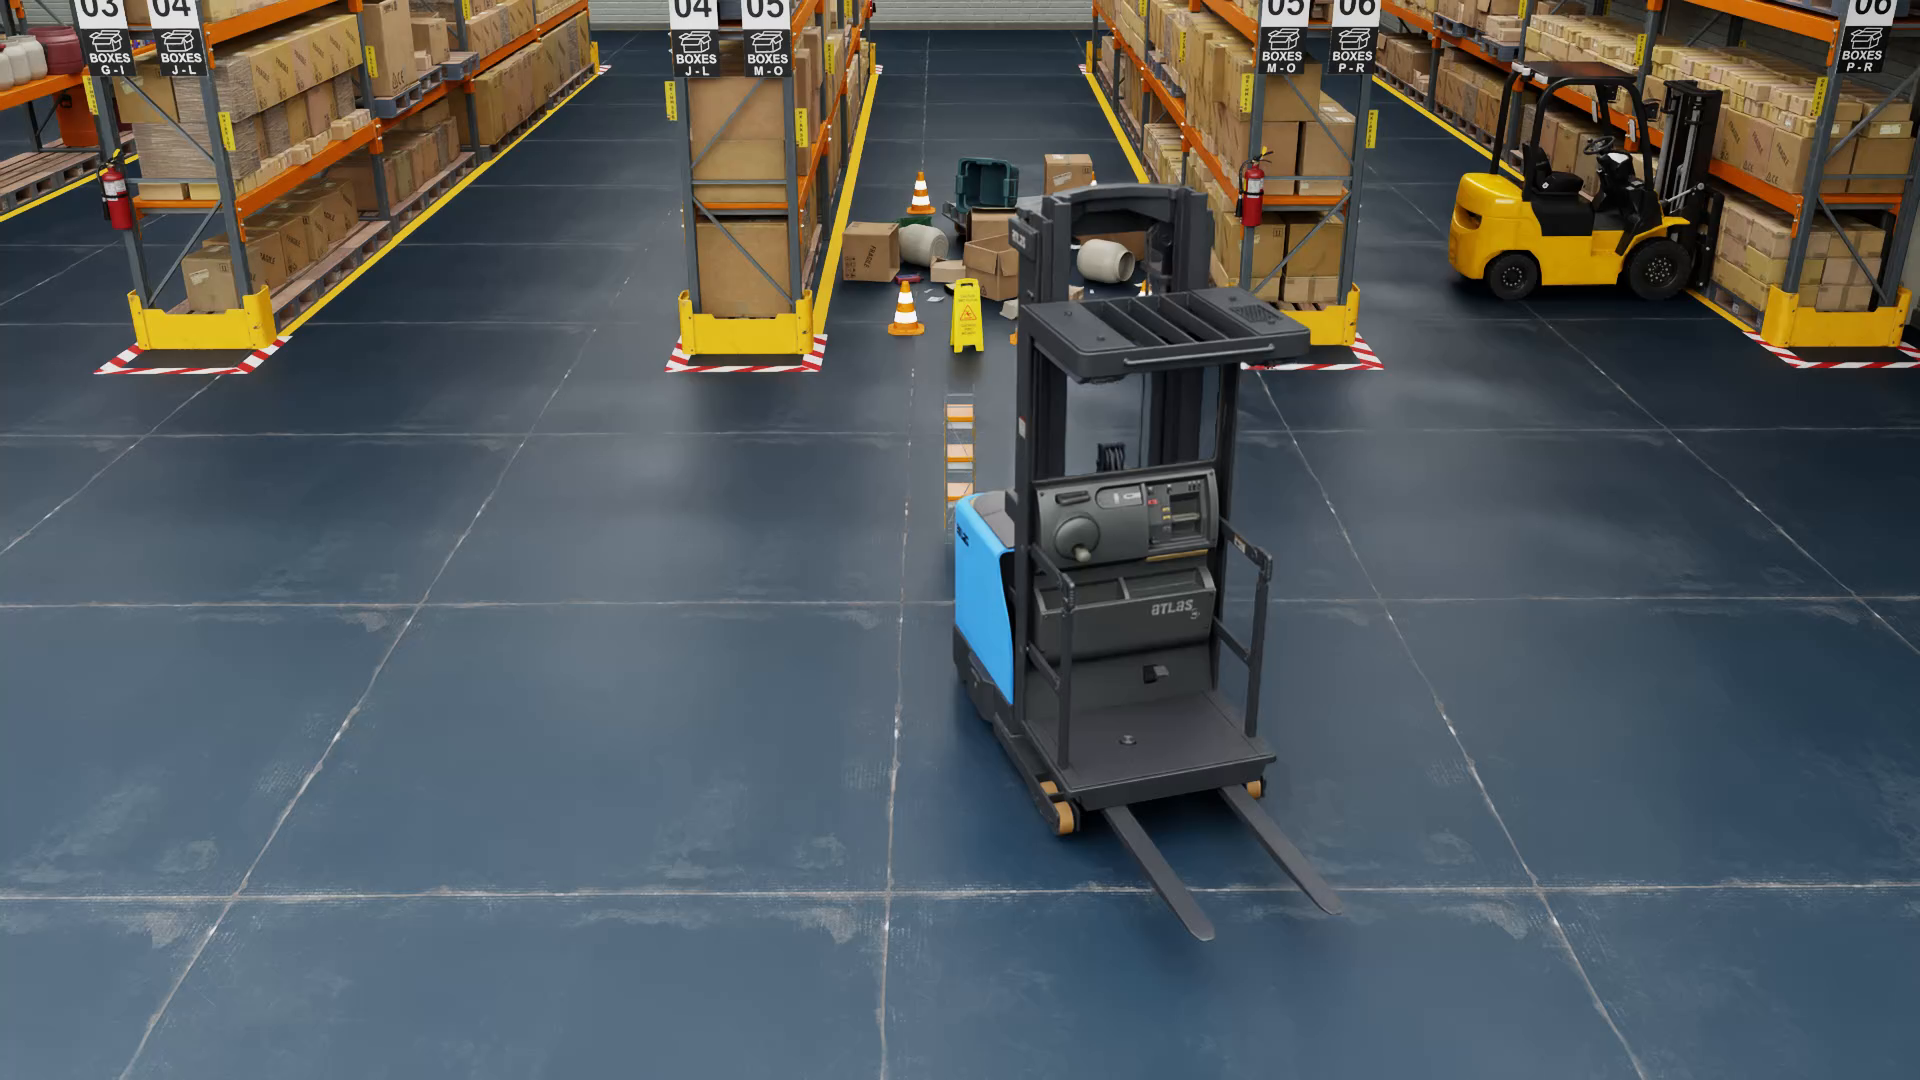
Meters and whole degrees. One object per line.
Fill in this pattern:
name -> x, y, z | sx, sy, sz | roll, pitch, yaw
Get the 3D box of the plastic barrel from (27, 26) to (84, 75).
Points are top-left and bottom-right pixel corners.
plastic barrel -> -11.612, -6.281, 21.332 | 0.600, 0.536, 0.708 | 0, 24, -1

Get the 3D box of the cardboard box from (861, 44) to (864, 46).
cardboard box -> -1.820, -8.338, 28.273 | 0.380, 0.149, 0.250 | -1, 24, -3

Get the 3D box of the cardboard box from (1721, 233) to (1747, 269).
cardboard box -> 7.680, -2.775, 15.966 | 0.500, 0.250, 0.500 | 0, 24, -1

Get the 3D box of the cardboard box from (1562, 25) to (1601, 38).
cardboard box -> 7.695, -6.281, 20.589 | 0.380, 0.149, 0.250 | 0, 24, 0

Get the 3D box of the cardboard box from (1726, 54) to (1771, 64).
cardboard box -> 8.233, -4.985, 17.363 | 0.380, 0.149, 0.250 | 0, 24, -1

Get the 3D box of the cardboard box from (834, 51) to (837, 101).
cardboard box -> -1.708, -5.441, 19.519 | 0.500, 0.500, 0.500 | 0, 24, -1

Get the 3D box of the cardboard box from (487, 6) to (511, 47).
cardboard box -> -6.721, -7.308, 23.646 | 0.500, 0.500, 0.500 | 0, 24, 0

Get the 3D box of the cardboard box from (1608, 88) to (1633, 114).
cardboard box -> 7.682, -4.989, 18.824 | 0.500, 0.250, 0.500 | 0, 24, 1

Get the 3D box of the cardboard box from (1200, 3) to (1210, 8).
cardboard box -> 3.242, -6.449, 20.877 | 0.500, 0.500, 0.500 | -1, 24, -1

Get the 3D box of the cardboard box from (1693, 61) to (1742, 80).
cardboard box -> 7.691, -4.769, 16.886 | 0.380, 0.149, 0.250 | -1, 24, -1

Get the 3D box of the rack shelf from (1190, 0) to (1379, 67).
rack shelf -> 3.008, -5.042, 15.992 | 1.077, 0.370, 4.000 | 0, 24, -1

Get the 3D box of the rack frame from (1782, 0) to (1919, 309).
rack frame -> 7.993, -3.203, 14.692 | 1.000, 3.000, 0.127 | 0, 24, -1

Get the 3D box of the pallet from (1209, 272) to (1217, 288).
pallet -> 3.045, -2.776, 17.132 | 1.003, 0.211, 1.213 | 0, 24, -1

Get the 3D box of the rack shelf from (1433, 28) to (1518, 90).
rack shelf -> 7.884, -6.996, 23.951 | 1.077, 0.370, 4.000 | 0, 24, -1

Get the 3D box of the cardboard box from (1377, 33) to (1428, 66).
cardboard box -> 7.730, -8.597, 29.139 | 0.797, 0.503, 0.637 | -1, 24, -3

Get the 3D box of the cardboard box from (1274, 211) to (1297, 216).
cardboard box -> 3.286, -3.018, 16.200 | 0.500, 0.500, 0.500 | -1, 24, -3

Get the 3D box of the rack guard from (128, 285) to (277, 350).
rack guard -> -6.881, -2.027, 15.125 | 1.175, 0.500, 0.348 | 0, 24, -1

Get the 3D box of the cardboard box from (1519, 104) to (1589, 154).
cardboard box -> 7.899, -5.352, 21.815 | 0.875, 0.625, 0.625 | 1, 24, 1

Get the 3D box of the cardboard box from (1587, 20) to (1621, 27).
cardboard box -> 8.168, -6.493, 21.058 | 0.380, 0.149, 0.250 | 0, 24, -1

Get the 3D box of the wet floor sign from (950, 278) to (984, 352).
wet floor sign -> 0.061, -2.040, 14.976 | 0.267, 0.644, 0.232 | -4, 25, -10

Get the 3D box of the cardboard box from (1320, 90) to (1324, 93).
cardboard box -> 3.272, -4.190, 16.391 | 0.500, 0.500, 0.500 | -1, 24, -2

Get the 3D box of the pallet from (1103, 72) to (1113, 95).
pallet -> 2.952, -7.671, 27.955 | 1.003, 0.211, 1.213 | 0, 24, -1

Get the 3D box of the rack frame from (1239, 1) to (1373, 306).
rack frame -> 3.030, -3.179, 14.639 | 1.000, 3.000, 0.127 | 0, 24, -1

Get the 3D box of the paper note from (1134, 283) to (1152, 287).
paper note -> 1.874, -2.609, 16.980 | 0.142, 0.019, 0.148 | -9, 26, -19

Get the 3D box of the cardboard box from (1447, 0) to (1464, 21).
cardboard box -> 7.649, -7.971, 24.603 | 0.700, 0.500, 0.500 | 0, 24, 0

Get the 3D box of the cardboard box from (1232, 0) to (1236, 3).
cardboard box -> 2.760, -5.105, 15.562 | 0.380, 0.149, 0.250 | -1, 24, -2

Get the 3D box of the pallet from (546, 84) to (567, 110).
pallet -> -6.941, -7.122, 26.742 | 1.003, 0.211, 1.213 | 0, 24, -1

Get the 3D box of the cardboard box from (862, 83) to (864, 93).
cardboard box -> -1.735, -7.214, 26.509 | 0.380, 0.149, 0.250 | 0, 24, 1

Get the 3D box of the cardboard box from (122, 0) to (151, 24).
cardboard box -> -7.139, -4.631, 14.390 | 0.500, 0.250, 0.500 | 0, 24, 1

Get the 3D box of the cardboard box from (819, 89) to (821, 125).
cardboard box -> -1.947, -4.680, 17.775 | 0.875, 0.550, 0.550 | 0, 24, -1

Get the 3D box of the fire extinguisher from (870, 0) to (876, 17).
fire extinguisher -> -1.635, -9.609, 29.402 | 0.296, 0.674, 0.183 | 0, 24, -1

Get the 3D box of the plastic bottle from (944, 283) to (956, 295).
plastic bottle -> -0.078, -2.541, 16.793 | 0.133, 0.061, 0.283 | -9, 26, -19

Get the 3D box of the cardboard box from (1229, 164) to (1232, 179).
cardboard box -> 2.717, -3.427, 15.493 | 0.380, 0.149, 0.250 | -1, 24, -1

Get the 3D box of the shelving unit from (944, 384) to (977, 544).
shelving unit -> -0.001, -0.500, 11.082 | 0.215, 1.050, 0.252 | 0, 24, -1

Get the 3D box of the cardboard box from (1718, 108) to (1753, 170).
cardboard box -> 7.723, -3.875, 16.057 | 0.500, 0.500, 0.500 | -1, 24, -2

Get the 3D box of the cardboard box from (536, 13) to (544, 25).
cardboard box -> -6.681, -8.088, 25.798 | 0.380, 0.149, 0.250 | 0, 24, 0

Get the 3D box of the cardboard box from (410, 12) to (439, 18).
cardboard box -> -6.921, -6.446, 21.231 | 0.500, 0.500, 0.500 | -3, 25, -7

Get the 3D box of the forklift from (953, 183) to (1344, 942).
forklift -> 0.885, -0.084, 7.878 | 1.130, 2.935, 3.031 | -7, 25, -16

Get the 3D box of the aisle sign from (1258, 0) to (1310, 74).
aisle sign -> 2.740, -4.337, 14.044 | 0.394, 0.787, 0.004 | 0, 24, -1

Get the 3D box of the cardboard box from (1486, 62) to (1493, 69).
cardboard box -> 8.174, -7.137, 25.126 | 0.380, 0.149, 0.250 | 0, 24, 0

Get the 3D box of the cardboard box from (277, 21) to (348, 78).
cardboard box -> -6.637, -5.029, 17.034 | 0.500, 0.500, 0.500 | 0, 24, -1

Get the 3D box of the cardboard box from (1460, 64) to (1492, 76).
cardboard box -> 7.711, -7.014, 24.856 | 0.380, 0.149, 0.250 | -1, 24, -1

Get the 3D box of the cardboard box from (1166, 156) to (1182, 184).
cardboard box -> 2.967, -4.334, 19.871 | 0.950, 0.372, 0.625 | 1, 24, 3

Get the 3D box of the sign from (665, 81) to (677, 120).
sign -> -2.462, -3.754, 14.218 | 0.100, 0.325, 0.005 | 0, 24, -1

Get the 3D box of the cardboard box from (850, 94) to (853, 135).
cardboard box -> -1.768, -5.964, 23.320 | 0.500, 0.500, 0.500 | 0, 24, 0

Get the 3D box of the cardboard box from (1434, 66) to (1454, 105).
cardboard box -> 7.642, -7.000, 25.611 | 0.500, 0.500, 0.500 | 1, 24, 2

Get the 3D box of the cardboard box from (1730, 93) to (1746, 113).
cardboard box -> 7.671, -4.214, 16.019 | 0.380, 0.149, 0.250 | 0, 24, 0

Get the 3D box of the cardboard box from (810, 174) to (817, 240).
cardboard box -> -2.026, -3.727, 17.920 | 0.875, 0.875, 0.875 | 0, 24, 0

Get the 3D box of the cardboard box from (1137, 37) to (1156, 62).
cardboard box -> 2.677, -6.615, 22.417 | 0.500, 0.250, 0.500 | -1, 24, -2

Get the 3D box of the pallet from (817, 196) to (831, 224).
pallet -> -2.046, -3.811, 19.419 | 1.003, 0.211, 1.213 | 0, 24, -1

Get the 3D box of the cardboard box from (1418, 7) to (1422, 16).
cardboard box -> 7.579, -8.486, 26.678 | 0.380, 0.149, 0.250 | 0, 24, 1

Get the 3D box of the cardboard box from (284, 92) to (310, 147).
cardboard box -> -6.940, -4.160, 16.326 | 0.875, 0.500, 0.500 | 0, 24, -1

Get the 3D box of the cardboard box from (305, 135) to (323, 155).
cardboard box -> -6.625, -3.963, 16.677 | 0.380, 0.149, 0.250 | 0, 24, -1

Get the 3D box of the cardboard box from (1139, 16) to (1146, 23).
cardboard box -> 2.675, -7.189, 22.170 | 0.500, 0.500, 0.500 | -1, 24, -2
